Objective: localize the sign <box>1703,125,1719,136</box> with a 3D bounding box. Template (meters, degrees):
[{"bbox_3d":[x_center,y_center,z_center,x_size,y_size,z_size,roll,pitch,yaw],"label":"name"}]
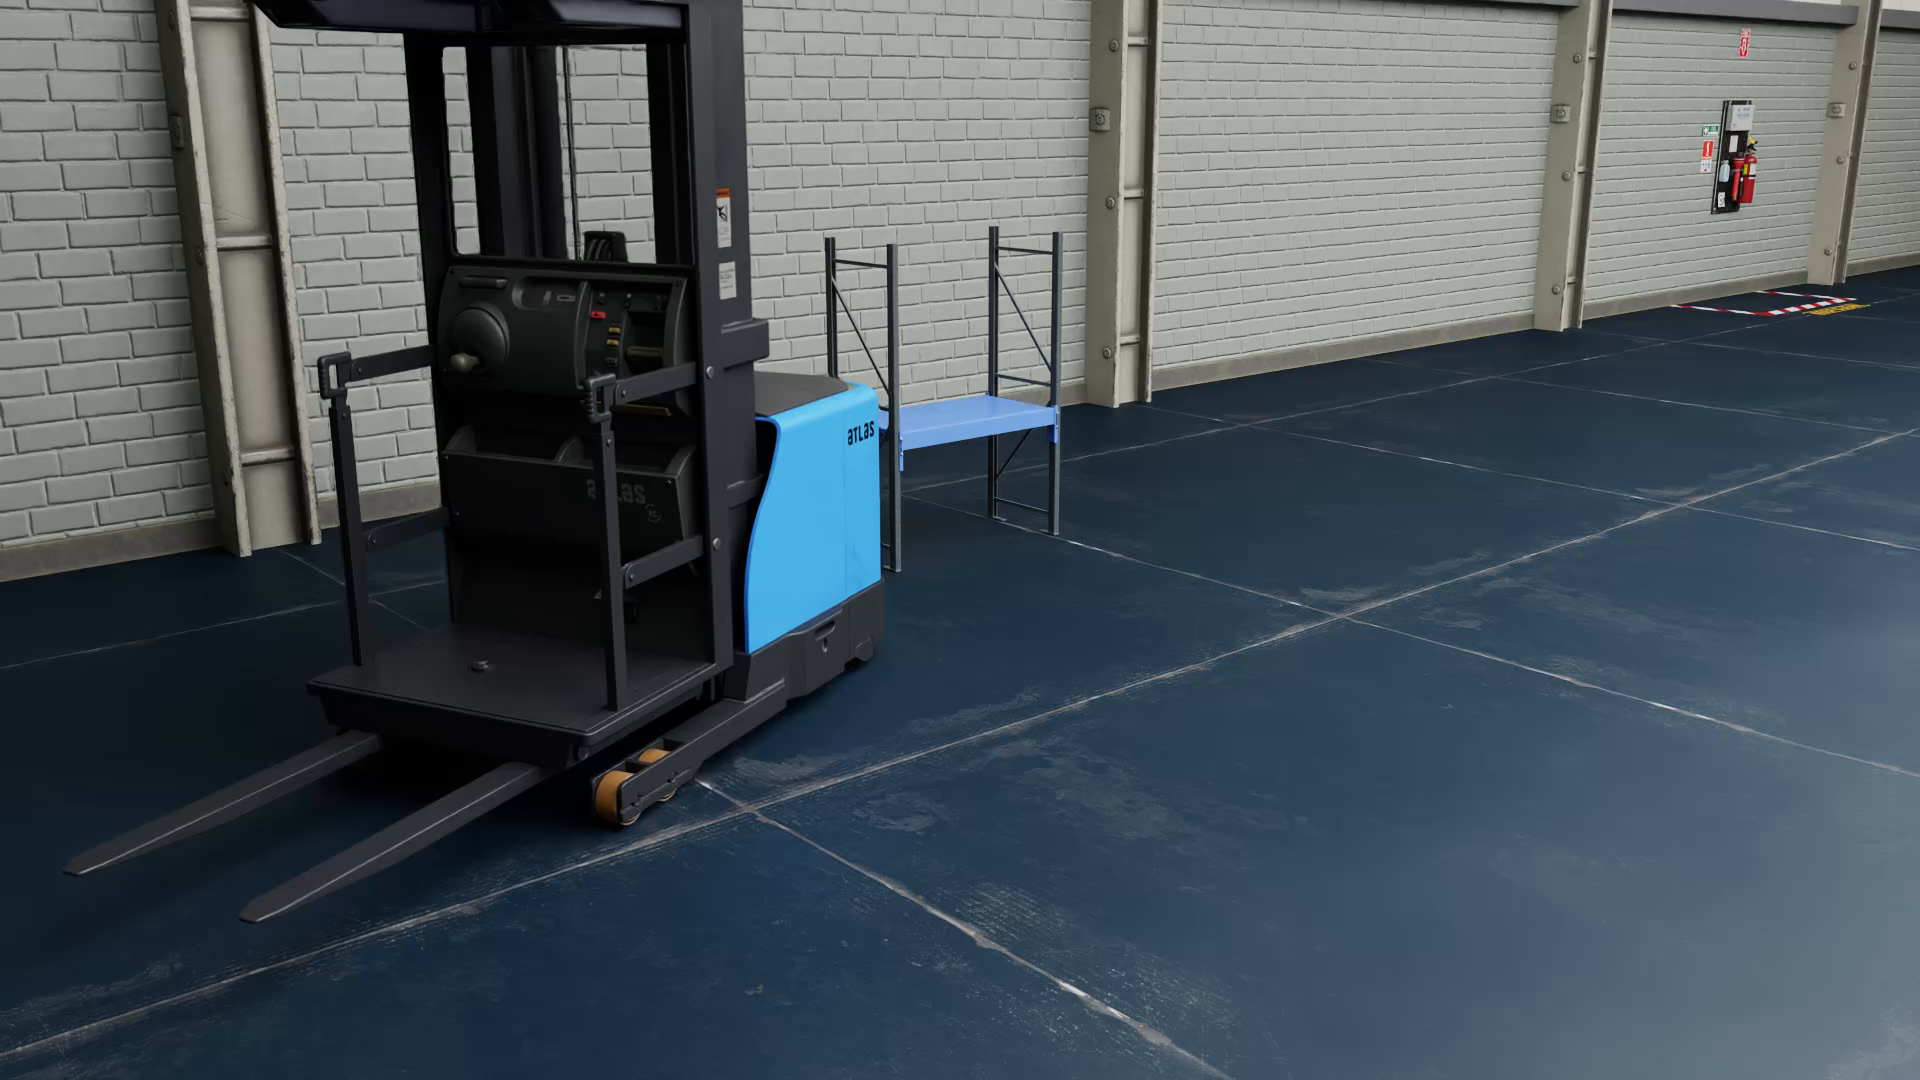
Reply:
[{"bbox_3d":[7.822,-4.268,17.318,0.331,0.109,0.001,-13,19,-39],"label":"sign"}]

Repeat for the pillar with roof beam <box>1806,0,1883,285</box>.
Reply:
[{"bbox_3d":[13.013,-6.540,15.298,0.400,9.000,9.100,-13,19,-39],"label":"pillar with roof beam"}]

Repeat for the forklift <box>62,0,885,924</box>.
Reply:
[{"bbox_3d":[-1.363,-0.679,5.113,1.130,2.935,3.031,7,16,23],"label":"forklift"}]

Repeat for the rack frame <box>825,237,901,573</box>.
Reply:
[{"bbox_3d":[-0.448,-0.624,7.680,0.032,1.500,0.500,-13,19,-39],"label":"rack frame"}]

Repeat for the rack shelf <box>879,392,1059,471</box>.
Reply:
[{"bbox_3d":[-0.064,-0.536,8.049,1.000,0.185,0.538,-13,19,-39],"label":"rack shelf"}]

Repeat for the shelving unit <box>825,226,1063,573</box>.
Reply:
[{"bbox_3d":[-0.064,-0.710,8.002,1.048,1.500,0.538,-13,19,-39],"label":"shelving unit"}]

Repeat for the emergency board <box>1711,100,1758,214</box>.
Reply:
[{"bbox_3d":[8.298,-4.069,17.670,0.643,1.169,0.194,-13,19,-39],"label":"emergency board"}]

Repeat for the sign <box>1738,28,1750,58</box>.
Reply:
[{"bbox_3d":[8.226,-5.207,17.438,0.199,0.298,0.001,-13,19,-39],"label":"sign"}]

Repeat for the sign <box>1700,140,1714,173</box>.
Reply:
[{"bbox_3d":[7.813,-4.012,17.390,0.234,0.329,0.001,-13,19,-39],"label":"sign"}]

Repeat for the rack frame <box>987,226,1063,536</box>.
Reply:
[{"bbox_3d":[0.319,-0.796,8.325,0.032,1.500,0.500,-13,19,-39],"label":"rack frame"}]

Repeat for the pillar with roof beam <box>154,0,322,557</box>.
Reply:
[{"bbox_3d":[-0.566,-3.491,3.882,0.400,9.000,9.100,-13,19,-39],"label":"pillar with roof beam"}]

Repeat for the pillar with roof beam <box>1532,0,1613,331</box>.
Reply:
[{"bbox_3d":[8.486,-5.524,11.492,0.400,9.000,9.100,-13,19,-39],"label":"pillar with roof beam"}]

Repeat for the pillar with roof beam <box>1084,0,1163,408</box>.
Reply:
[{"bbox_3d":[3.960,-4.507,7.687,0.400,9.000,9.100,-13,19,-39],"label":"pillar with roof beam"}]

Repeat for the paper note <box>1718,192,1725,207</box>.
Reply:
[{"bbox_3d":[8.119,-3.627,17.722,0.142,0.148,0.016,-13,19,-39],"label":"paper note"}]
